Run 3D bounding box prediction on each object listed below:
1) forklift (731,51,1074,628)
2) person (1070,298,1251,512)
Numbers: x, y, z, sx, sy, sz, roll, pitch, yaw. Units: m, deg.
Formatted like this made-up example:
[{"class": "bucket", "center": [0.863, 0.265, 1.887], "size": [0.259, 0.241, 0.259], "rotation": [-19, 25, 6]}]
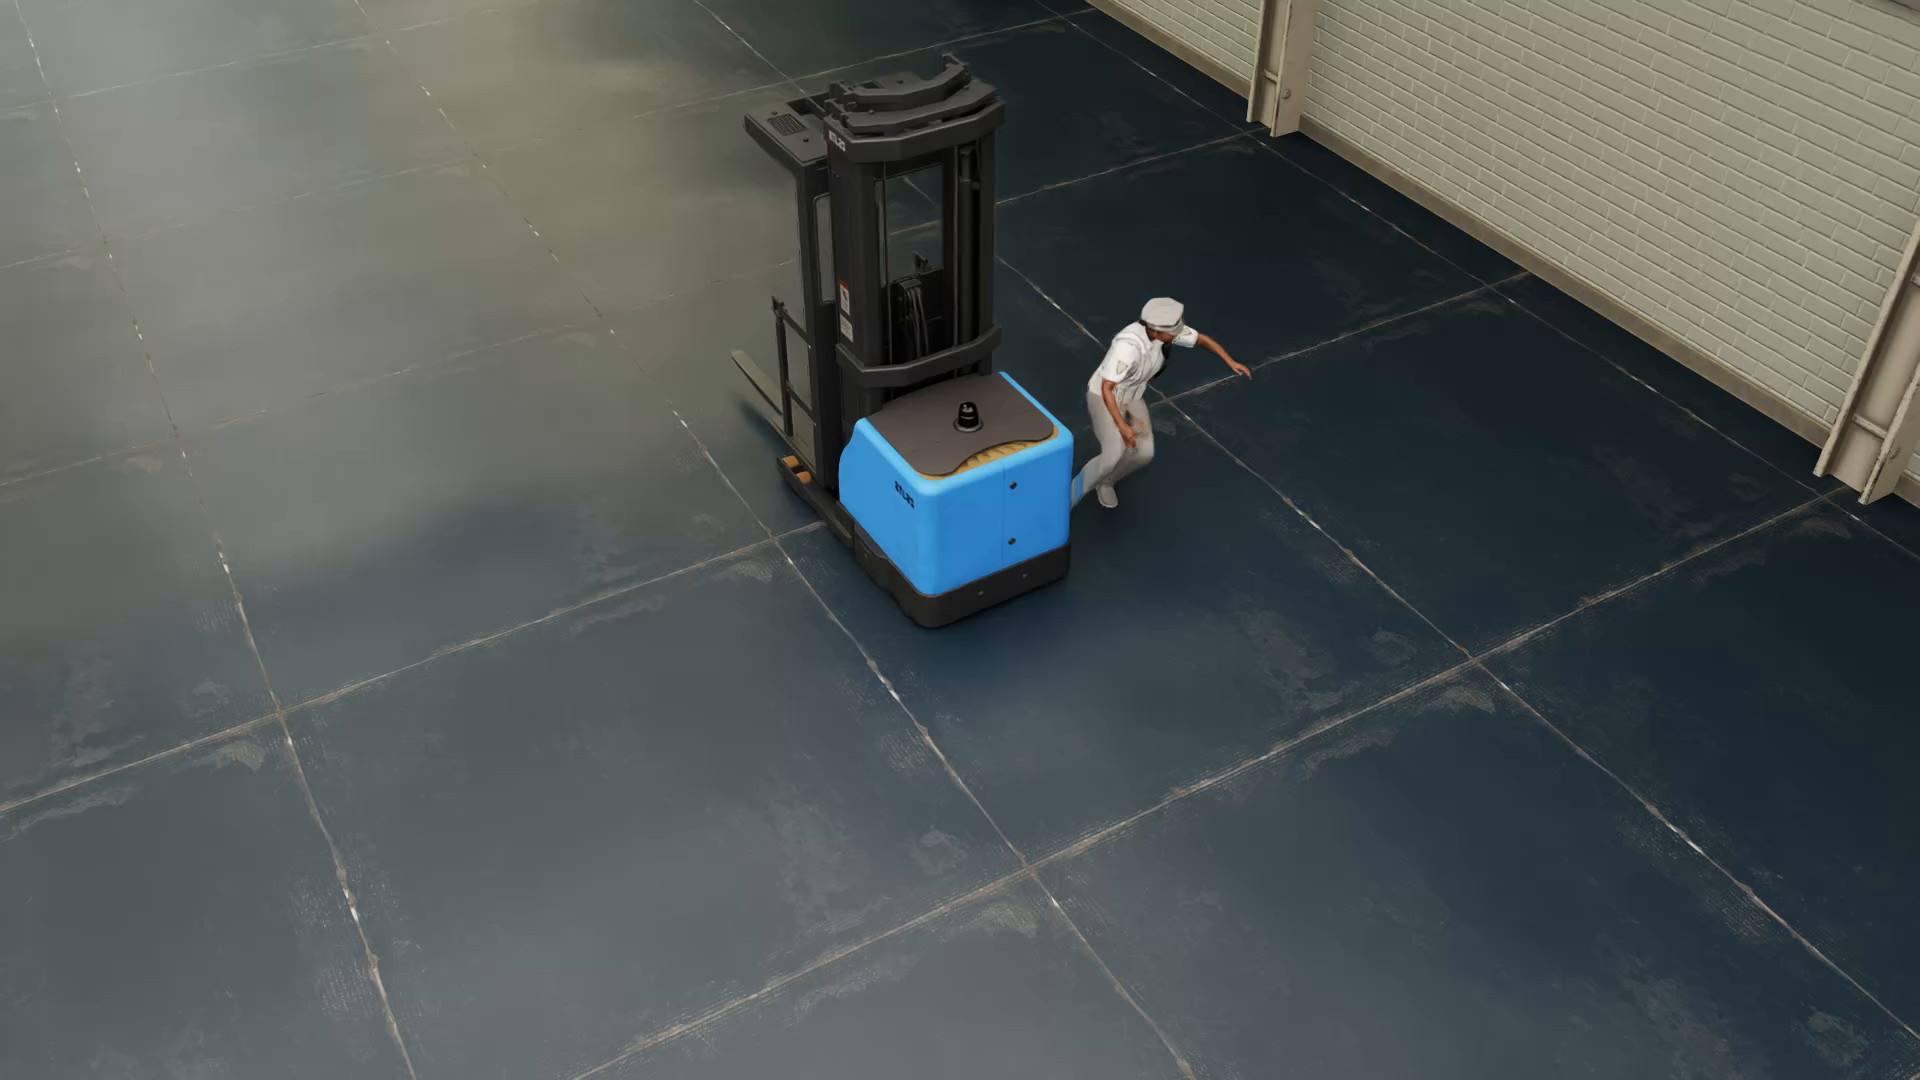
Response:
[{"class": "forklift", "center": [-0.527, -1.541, 9.895], "size": [1.130, 2.935, 3.031], "rotation": [-21, 44, -23]}, {"class": "person", "center": [1.070, -0.737, 10.136], "size": [0.876, 1.425, 1.196], "rotation": [32, 49, 33]}]
